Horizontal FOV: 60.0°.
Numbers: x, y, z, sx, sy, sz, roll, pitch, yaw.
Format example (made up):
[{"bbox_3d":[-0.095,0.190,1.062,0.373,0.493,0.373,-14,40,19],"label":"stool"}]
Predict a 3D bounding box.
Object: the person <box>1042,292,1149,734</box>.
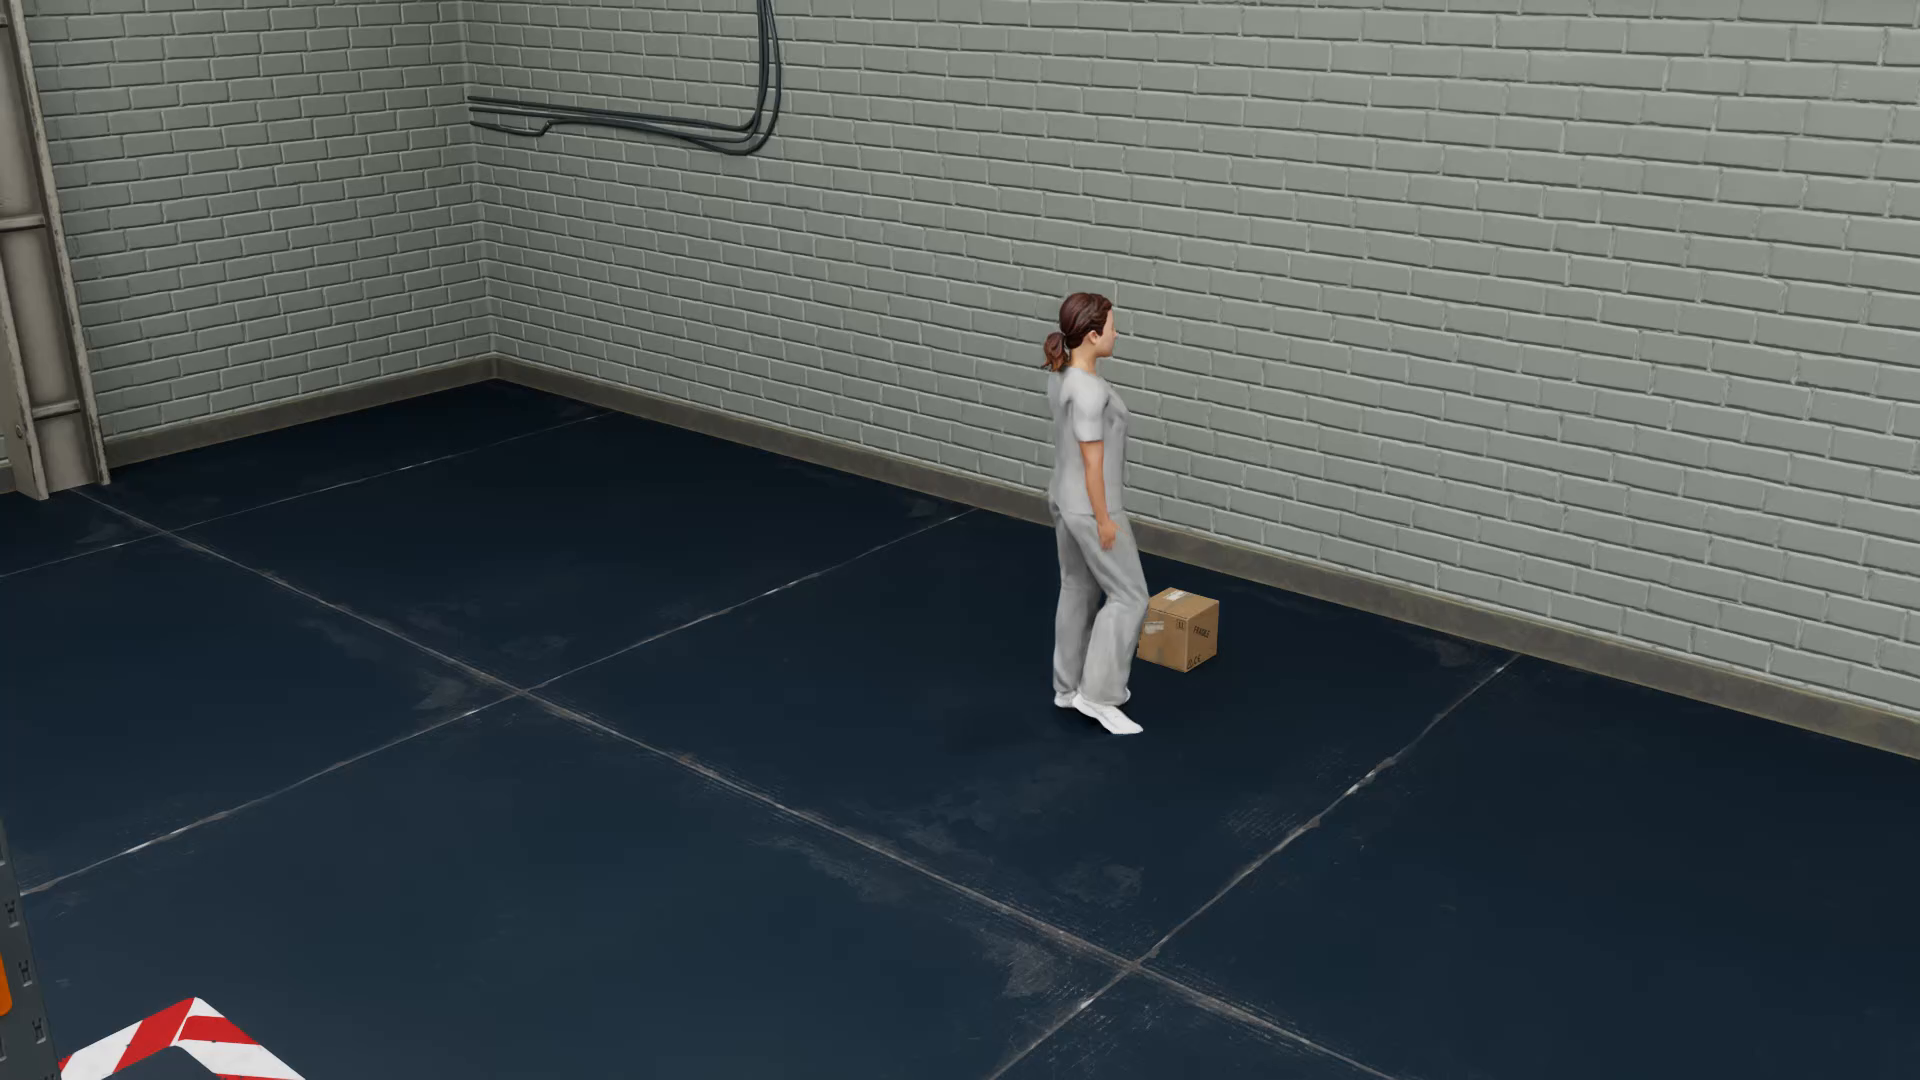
[{"bbox_3d":[0.500,-0.093,6.368,0.404,1.716,0.498,-4,21,-12],"label":"person"}]
